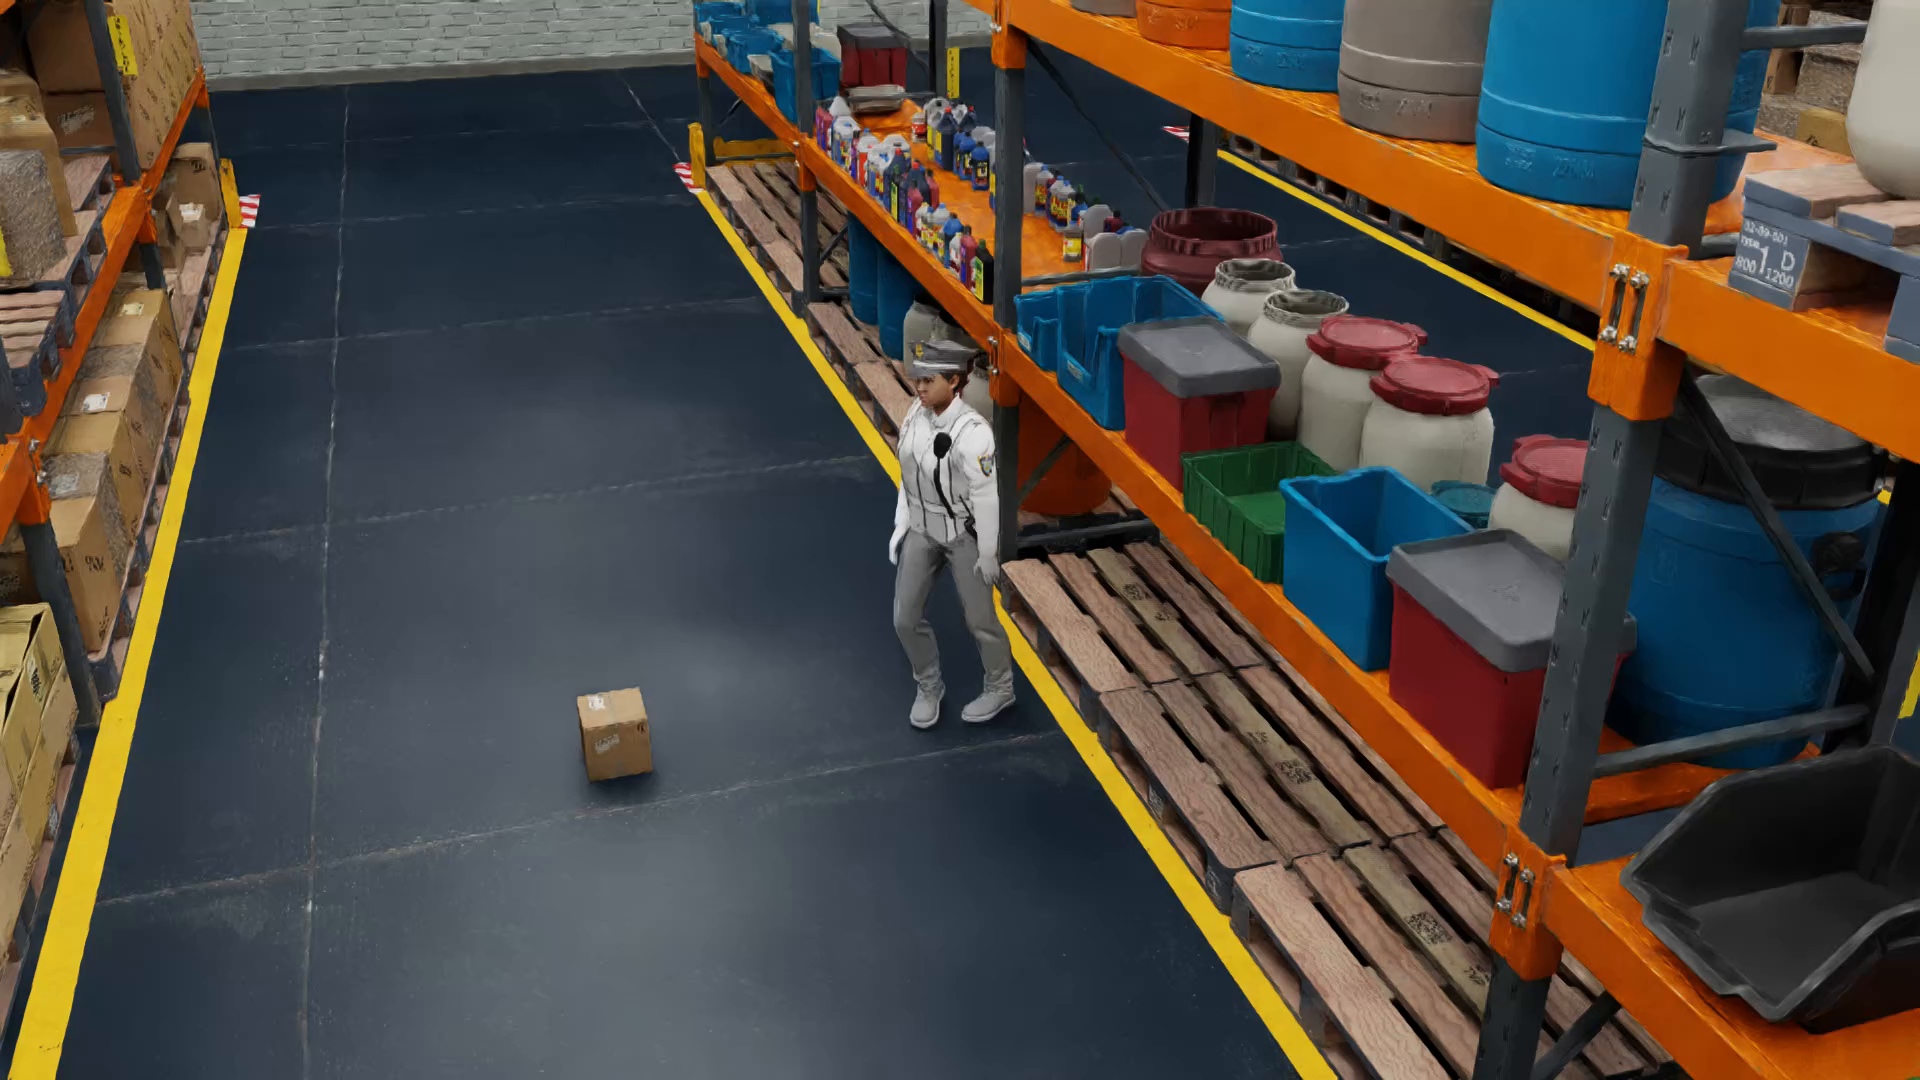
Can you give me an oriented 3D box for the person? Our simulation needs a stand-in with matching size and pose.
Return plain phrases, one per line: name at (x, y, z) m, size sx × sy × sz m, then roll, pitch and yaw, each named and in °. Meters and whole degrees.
person at (-0.037, -0.030, 6.666) m, size 0.494 × 1.659 × 0.477 m, roll -23°, pitch 35°, yaw -38°
